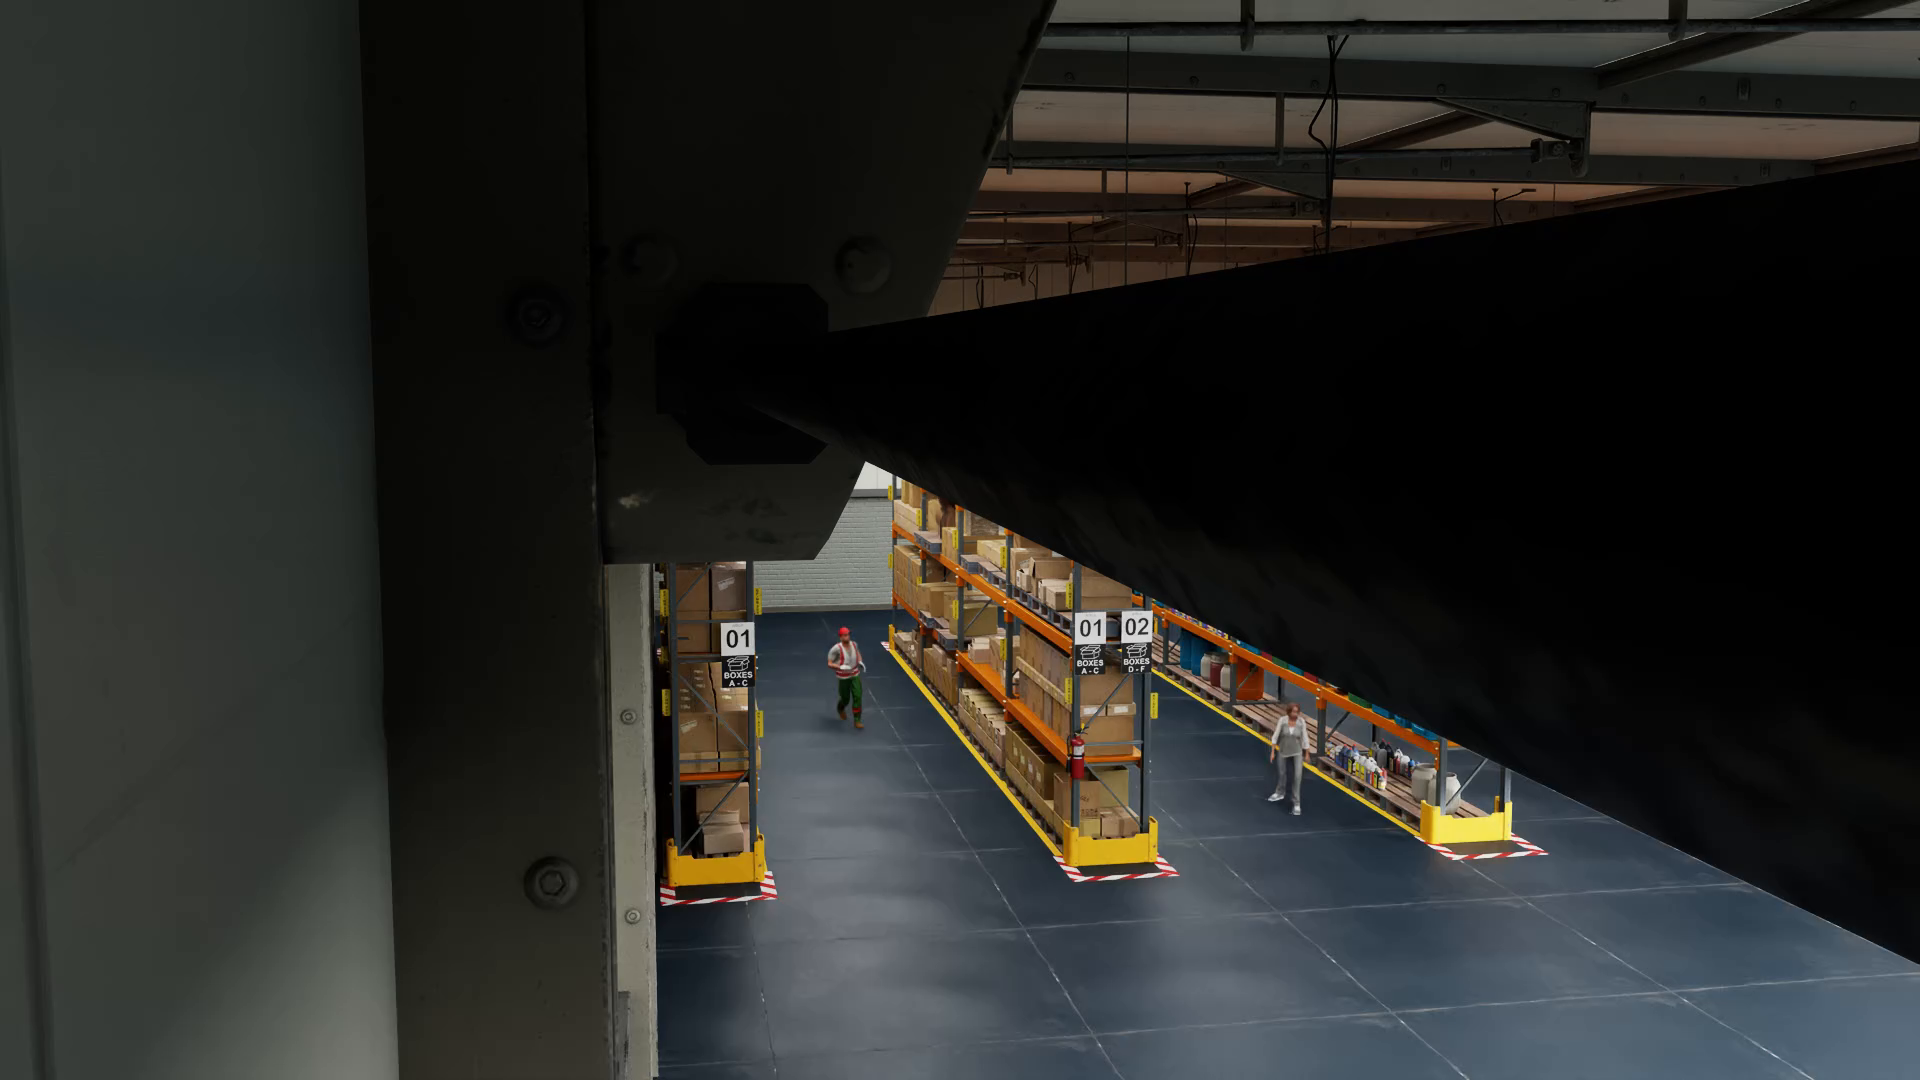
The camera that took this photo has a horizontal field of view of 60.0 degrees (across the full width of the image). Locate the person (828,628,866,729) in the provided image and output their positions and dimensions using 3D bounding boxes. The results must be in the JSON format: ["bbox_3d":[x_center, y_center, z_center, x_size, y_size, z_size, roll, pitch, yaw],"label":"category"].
[{"bbox_3d":[-1.988,2.364,28.750,0.701,1.748,0.935,-4,7,-30],"label":"person"}]

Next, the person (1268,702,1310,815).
[{"bbox_3d":[4.646,3.030,23.466,0.571,1.551,0.823,1,6,12],"label":"person"}]
